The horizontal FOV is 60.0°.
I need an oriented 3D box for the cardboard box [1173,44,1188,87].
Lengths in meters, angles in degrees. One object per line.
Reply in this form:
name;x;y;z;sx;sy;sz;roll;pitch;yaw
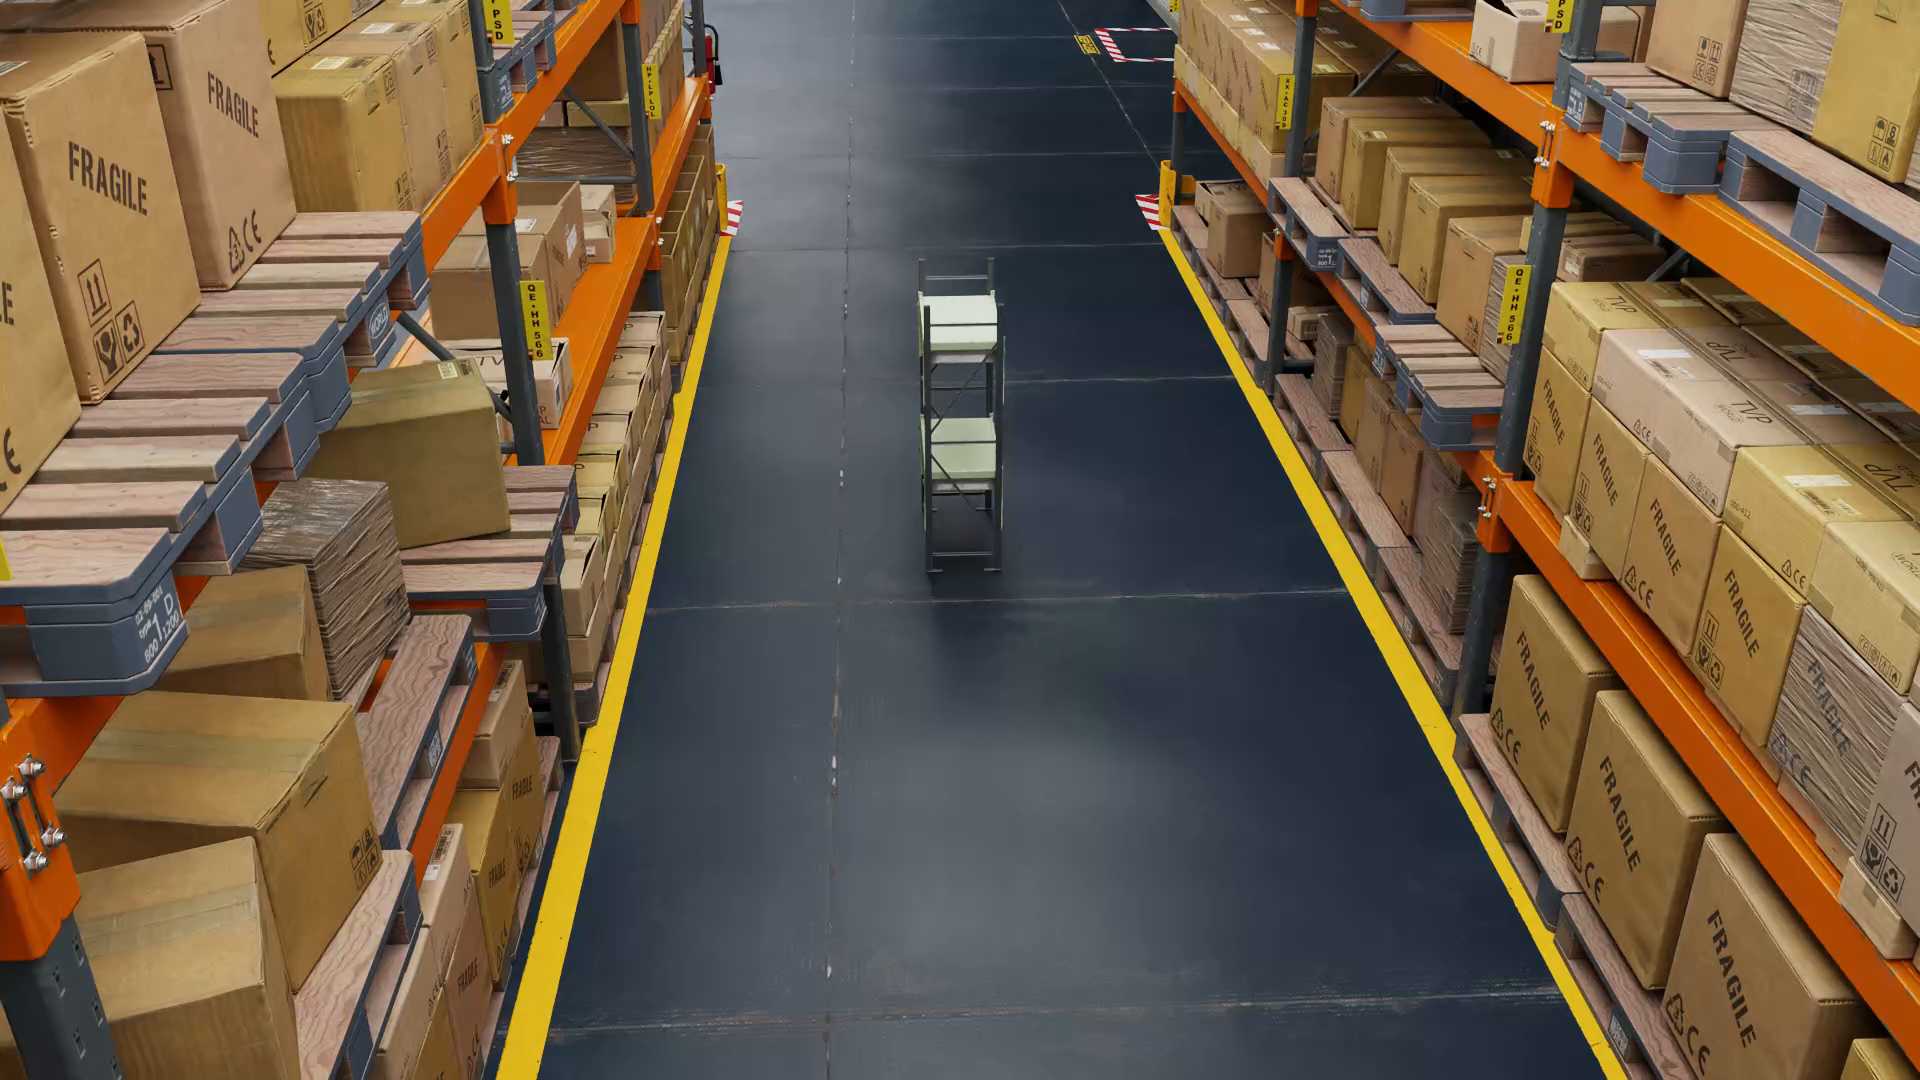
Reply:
cardboard box;2.045;-3.881;13.588;0.500;0.250;0.500;-2;28;-4

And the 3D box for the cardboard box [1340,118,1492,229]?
cardboard box;2.560;-2.070;9.391;0.700;0.500;0.500;1;28;3

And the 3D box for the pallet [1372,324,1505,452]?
pallet;2.611;-0.719;7.591;1.213;0.211;1.003;-1;28;-3

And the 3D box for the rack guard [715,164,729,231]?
rack guard;-2.611;-2.953;14.371;1.175;0.500;0.348;-1;28;-3

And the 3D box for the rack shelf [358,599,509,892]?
rack shelf;-2.088;0.887;5.084;1.077;0.370;4.000;-1;28;-3

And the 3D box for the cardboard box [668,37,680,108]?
cardboard box;-2.566;-3.636;12.870;0.700;0.500;0.500;-1;28;-1

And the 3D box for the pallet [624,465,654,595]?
pallet;-2.257;-0.063;9.142;1.003;0.211;1.213;-1;28;-3

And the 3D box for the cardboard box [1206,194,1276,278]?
cardboard box;2.301;-2.333;12.707;0.700;0.500;0.500;-3;28;-6

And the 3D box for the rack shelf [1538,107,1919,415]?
rack shelf;2.859;-0.564;4.623;1.077;0.370;4.000;-1;28;-3

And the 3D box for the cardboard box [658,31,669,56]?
cardboard box;-2.331;-3.612;12.123;0.380;0.149;0.250;-1;28;-1

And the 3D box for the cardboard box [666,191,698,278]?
cardboard box;-2.165;-2.186;11.906;0.500;0.500;0.500;-1;28;-3

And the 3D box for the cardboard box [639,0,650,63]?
cardboard box;-2.484;-3.492;11.190;0.700;0.500;0.500;-1;28;-3

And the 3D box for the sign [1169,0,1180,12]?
sign;1.795;-4.542;13.779;0.100;0.325;0.005;-1;28;-3

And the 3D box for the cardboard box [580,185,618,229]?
cardboard box;-2.332;-1.910;9.831;0.500;0.250;0.500;0;28;1

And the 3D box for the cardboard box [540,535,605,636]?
cardboard box;-1.926;0.180;7.575;0.500;0.311;0.500;0;28;-1

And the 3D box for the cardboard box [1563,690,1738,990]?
cardboard box;2.701;1.037;5.888;0.750;0.750;0.750;-2;28;-3

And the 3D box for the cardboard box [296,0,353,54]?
cardboard box;-2.149;-1.736;4.902;0.500;0.500;0.500;-1;28;-3

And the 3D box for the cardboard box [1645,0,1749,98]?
cardboard box;2.837;-1.828;5.684;0.700;0.500;0.500;-3;28;-7

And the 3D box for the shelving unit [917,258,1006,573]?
shelving unit;0.000;-0.668;8.909;0.431;1.500;0.755;-1;28;-3

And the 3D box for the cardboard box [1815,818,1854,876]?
cardboard box;2.639;0.852;4.623;0.380;0.149;0.250;-1;28;-3

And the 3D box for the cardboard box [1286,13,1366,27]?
cardboard box;2.648;-3.530;12.104;0.500;0.500;0.500;-1;28;-2

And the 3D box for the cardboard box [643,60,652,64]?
cardboard box;-2.276;-3.135;11.208;0.380;0.149;0.250;-2;28;-4

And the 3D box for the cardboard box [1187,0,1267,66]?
cardboard box;2.077;-3.990;12.986;0.500;0.500;0.500;-1;28;-2

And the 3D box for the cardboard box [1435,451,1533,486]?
cardboard box;2.698;-0.492;8.367;0.500;0.250;0.500;-1;28;-2

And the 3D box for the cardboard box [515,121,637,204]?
cardboard box;-2.431;-2.452;10.600;0.700;0.500;0.500;-2;28;-4

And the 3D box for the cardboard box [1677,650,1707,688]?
cardboard box;2.635;0.377;5.534;0.380;0.149;0.250;-1;28;-2

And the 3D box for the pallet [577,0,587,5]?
pallet;-2.342;-3.041;8.800;0.805;0.209;1.217;-2;28;-5

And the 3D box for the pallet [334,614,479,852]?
pallet;-2.086;0.627;5.011;1.003;0.211;1.213;-1;28;-3

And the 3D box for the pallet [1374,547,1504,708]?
pallet;2.715;0.398;8.258;1.003;0.211;1.213;-1;28;-3

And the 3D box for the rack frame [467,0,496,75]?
rack frame;-2.192;-3.016;5.301;1.000;3.000;0.127;-1;28;-3

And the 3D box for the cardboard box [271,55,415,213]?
cardboard box;-2.082;-1.054;4.675;0.910;0.500;0.500;-1;28;-3

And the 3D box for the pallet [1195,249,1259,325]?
pallet;2.408;-1.962;12.783;1.003;0.211;1.213;-1;28;-3

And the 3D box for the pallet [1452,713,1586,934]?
pallet;2.720;1.125;6.864;1.003;0.211;1.213;-1;28;-3

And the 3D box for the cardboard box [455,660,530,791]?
cardboard box;-1.902;0.677;6.124;0.500;0.250;0.500;0;28;-1

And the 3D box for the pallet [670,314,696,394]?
pallet;-2.401;-1.335;11.581;1.003;0.211;1.213;-1;28;-3

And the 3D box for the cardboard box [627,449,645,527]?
cardboard box;-2.013;-0.281;9.064;0.500;0.250;0.500;-1;28;-2

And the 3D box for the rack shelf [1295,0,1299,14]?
rack shelf;2.441;-4.259;11.706;1.077;0.370;4.000;-1;28;-3

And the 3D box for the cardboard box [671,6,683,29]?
cardboard box;-2.385;-4.089;13.038;0.380;0.149;0.250;-1;28;-1

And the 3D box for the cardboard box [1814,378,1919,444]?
cardboard box;3.084;-0.315;5.348;0.500;0.250;0.500;-2;28;-4

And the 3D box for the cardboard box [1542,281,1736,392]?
cardboard box;2.522;-0.765;6.212;0.500;0.250;0.500;-1;28;-1

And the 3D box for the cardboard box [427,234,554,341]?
cardboard box;-2.296;-1.175;8.150;0.500;0.500;0.500;-3;28;-5

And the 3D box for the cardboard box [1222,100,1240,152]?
cardboard box;2.159;-2.940;11.784;0.500;0.250;0.500;-2;28;-3

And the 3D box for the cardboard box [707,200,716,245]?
cardboard box;-2.249;-2.546;13.407;0.500;0.250;0.500;-1;28;-3

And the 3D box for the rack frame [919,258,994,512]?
rack frame;-0.019;-0.837;9.233;0.400;1.500;0.023;-1;28;-3

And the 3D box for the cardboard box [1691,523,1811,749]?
cardboard box;2.602;0.280;5.018;0.500;0.500;0.500;-1;28;-1

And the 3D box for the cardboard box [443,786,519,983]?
cardboard box;-1.882;1.223;5.889;0.500;0.500;0.500;-2;28;-5

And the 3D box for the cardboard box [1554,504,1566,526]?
cardboard box;2.545;-0.100;6.449;0.380;0.149;0.250;-1;28;-2

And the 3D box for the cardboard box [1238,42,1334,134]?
cardboard box;2.180;-3.040;11.165;0.500;0.500;0.500;-2;28;-3

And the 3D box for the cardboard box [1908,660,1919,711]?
cardboard box;2.666;0.407;3.964;0.500;0.250;0.500;-1;28;-2

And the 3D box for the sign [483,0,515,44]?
sign;-1.650;-1.927;5.898;0.100;0.325;0.005;-1;28;-3

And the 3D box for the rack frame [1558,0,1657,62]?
rack frame;2.754;-3.137;5.534;1.000;3.000;0.127;-1;28;-3

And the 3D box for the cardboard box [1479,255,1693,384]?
cardboard box;2.720;-0.933;7.212;0.700;0.500;0.500;-5;28;-9

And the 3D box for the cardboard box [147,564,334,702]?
cardboard box;-2.137;0.447;4.588;0.700;0.500;0.500;-8;29;-16

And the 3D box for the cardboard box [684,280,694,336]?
cardboard box;-2.144;-1.623;11.636;0.500;0.250;0.500;-1;28;-3

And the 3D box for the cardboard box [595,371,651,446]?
cardboard box;-2.037;-0.768;9.392;0.500;0.311;0.500;-1;28;-3

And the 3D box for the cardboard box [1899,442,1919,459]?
cardboard box;3.111;-0.080;4.897;0.500;0.250;0.500;-2;28;-4

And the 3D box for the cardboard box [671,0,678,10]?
cardboard box;-2.596;-4.429;12.988;0.700;0.500;0.500;-1;28;-2

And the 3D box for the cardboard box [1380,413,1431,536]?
cardboard box;2.700;-0.365;8.933;0.700;0.500;0.500;-2;28;-3
